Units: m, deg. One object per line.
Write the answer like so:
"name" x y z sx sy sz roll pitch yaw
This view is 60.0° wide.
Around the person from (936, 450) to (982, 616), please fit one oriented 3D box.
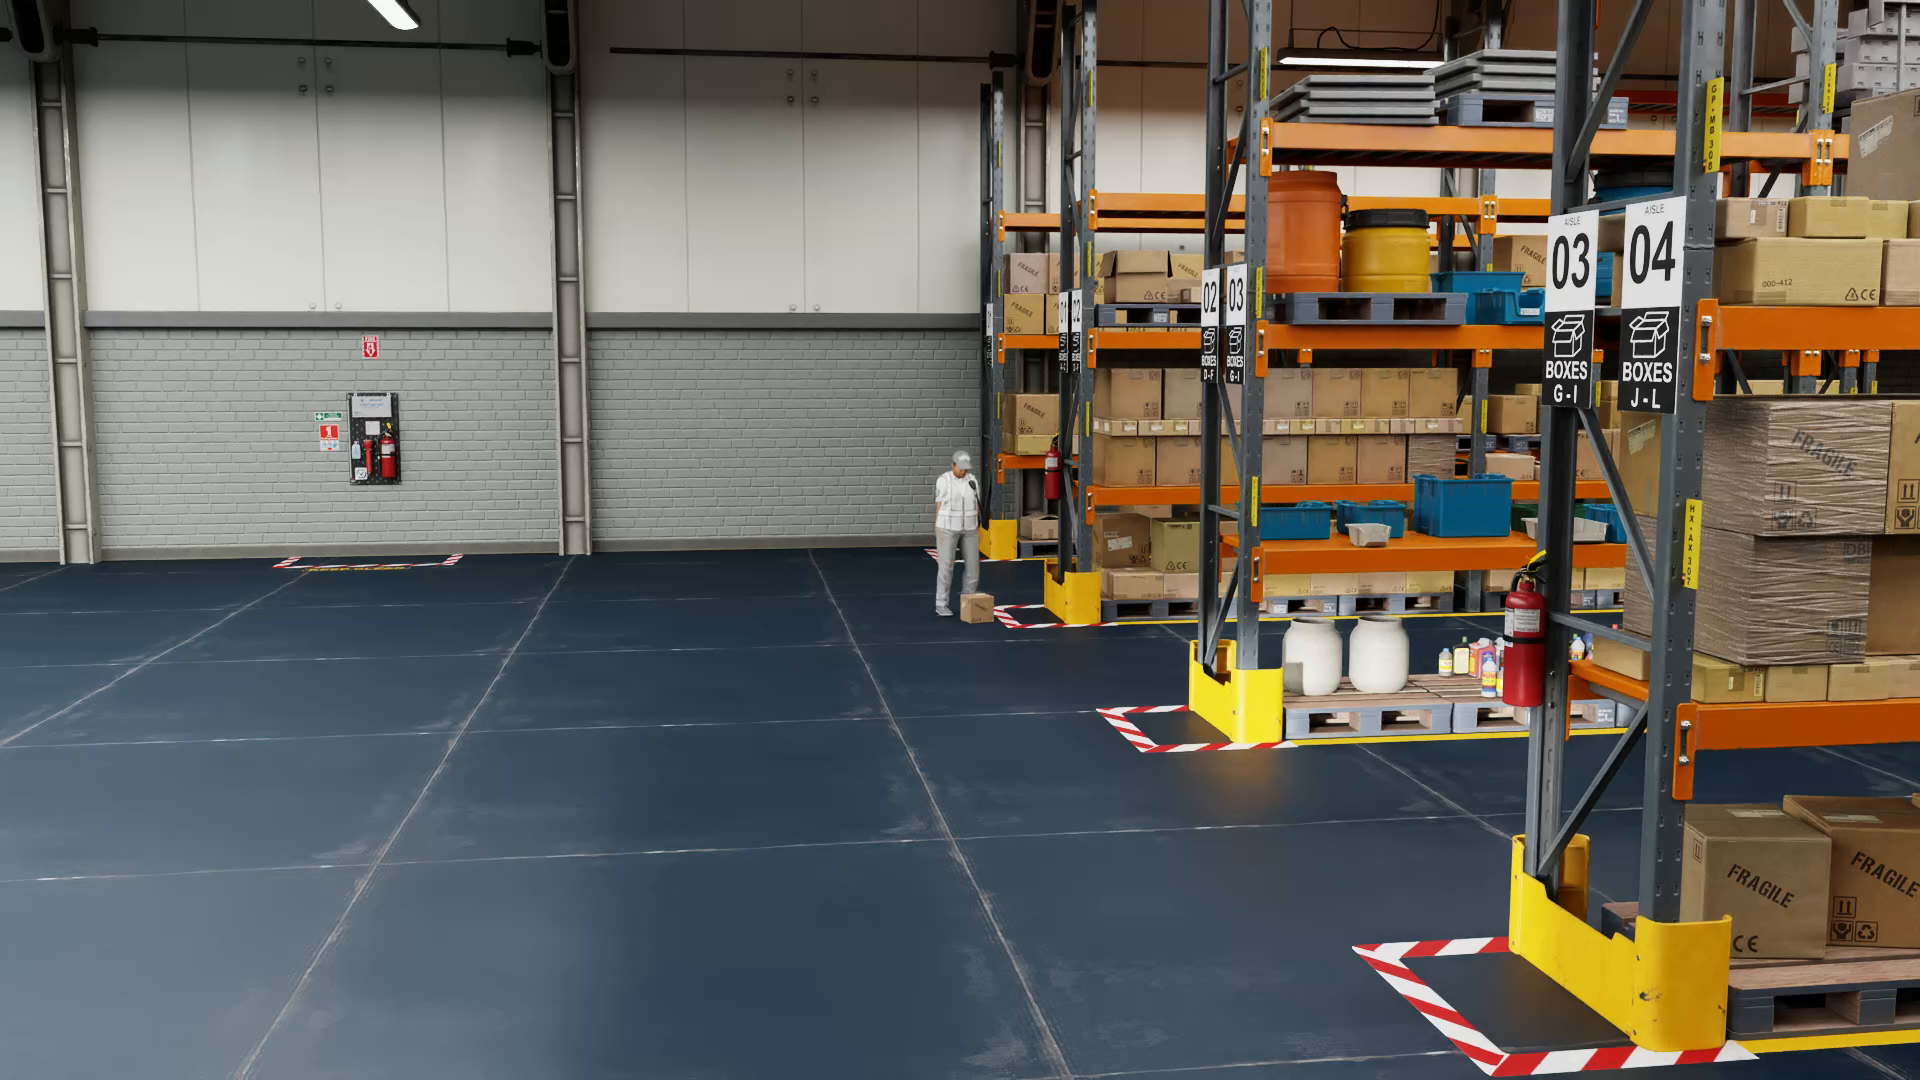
"person" -0.003 -0.075 16.588 0.476 1.650 0.401 -3 7 -21
